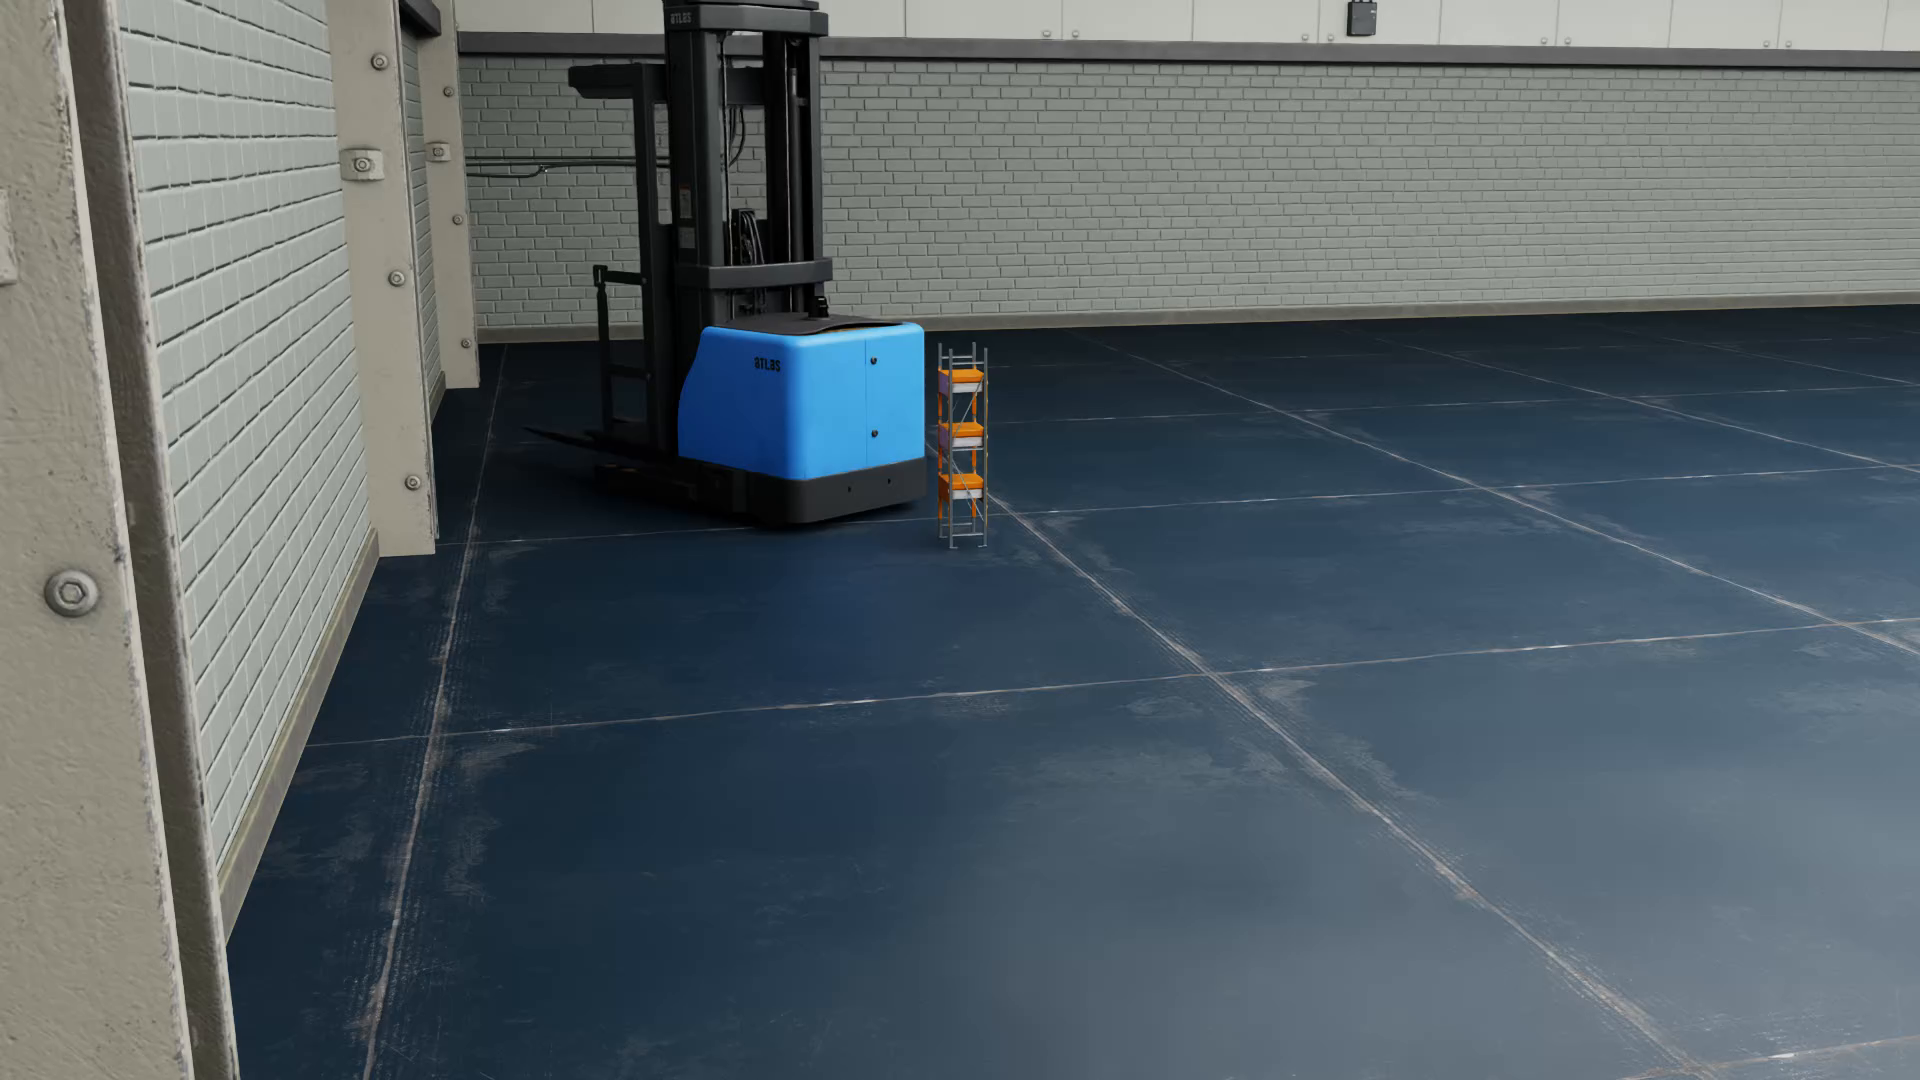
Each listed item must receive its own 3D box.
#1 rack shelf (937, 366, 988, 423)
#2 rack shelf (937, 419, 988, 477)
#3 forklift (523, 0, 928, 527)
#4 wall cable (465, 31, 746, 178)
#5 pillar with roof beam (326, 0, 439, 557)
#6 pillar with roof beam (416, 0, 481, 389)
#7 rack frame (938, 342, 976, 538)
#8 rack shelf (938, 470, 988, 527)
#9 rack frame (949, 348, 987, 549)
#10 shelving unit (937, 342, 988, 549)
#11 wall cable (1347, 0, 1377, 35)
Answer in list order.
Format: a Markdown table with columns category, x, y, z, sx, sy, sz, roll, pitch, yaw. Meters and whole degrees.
| category | x | y | z | sx | sy | sz | roll | pitch | yaw |
| --- | --- | --- | --- | --- | --- | --- | --- | --- | --- |
| rack shelf | 0.013 | -0.763 | 8.687 | 0.215 | 0.259 | 0.240 | -3 | 14 | -13 |
| rack shelf | 0.013 | -0.487 | 8.754 | 0.215 | 0.259 | 0.240 | -3 | 14 | -13 |
| forklift | -1.597 | -1.770 | 9.998 | 3.031 | 2.935 | 1.130 | 13 | 19 | 42 |
| wall cable | -3.741 | -4.966 | 16.834 | 3.097 | 2.526 | 0.112 | -3 | 14 | -13 |
| pillar with roof beam | 1.260 | -4.577 | 8.699 | 9.100 | 9.000 | 0.400 | -3 | 14 | -13 |
| pillar with roof beam | -0.150 | -5.961 | 14.365 | 9.100 | 9.000 | 0.400 | -3 | 14 | -13 |
| rack frame | -0.016 | -0.526 | 8.867 | 0.200 | 1.050 | 0.008 | -3 | 14 | -13 |
| rack shelf | 0.013 | -0.217 | 8.820 | 0.215 | 0.259 | 0.240 | -3 | 14 | -13 |
| rack frame | 0.041 | -0.470 | 8.637 | 0.200 | 1.050 | 0.008 | -3 | 14 | -13 |
| shelving unit | 0.013 | -0.498 | 8.752 | 0.215 | 1.050 | 0.252 | -3 | 14 | -13 |
| wall cable | 5.491 | -8.652 | 18.213 | 2.305 | 6.003 | 0.169 | -3 | 14 | -13 |
